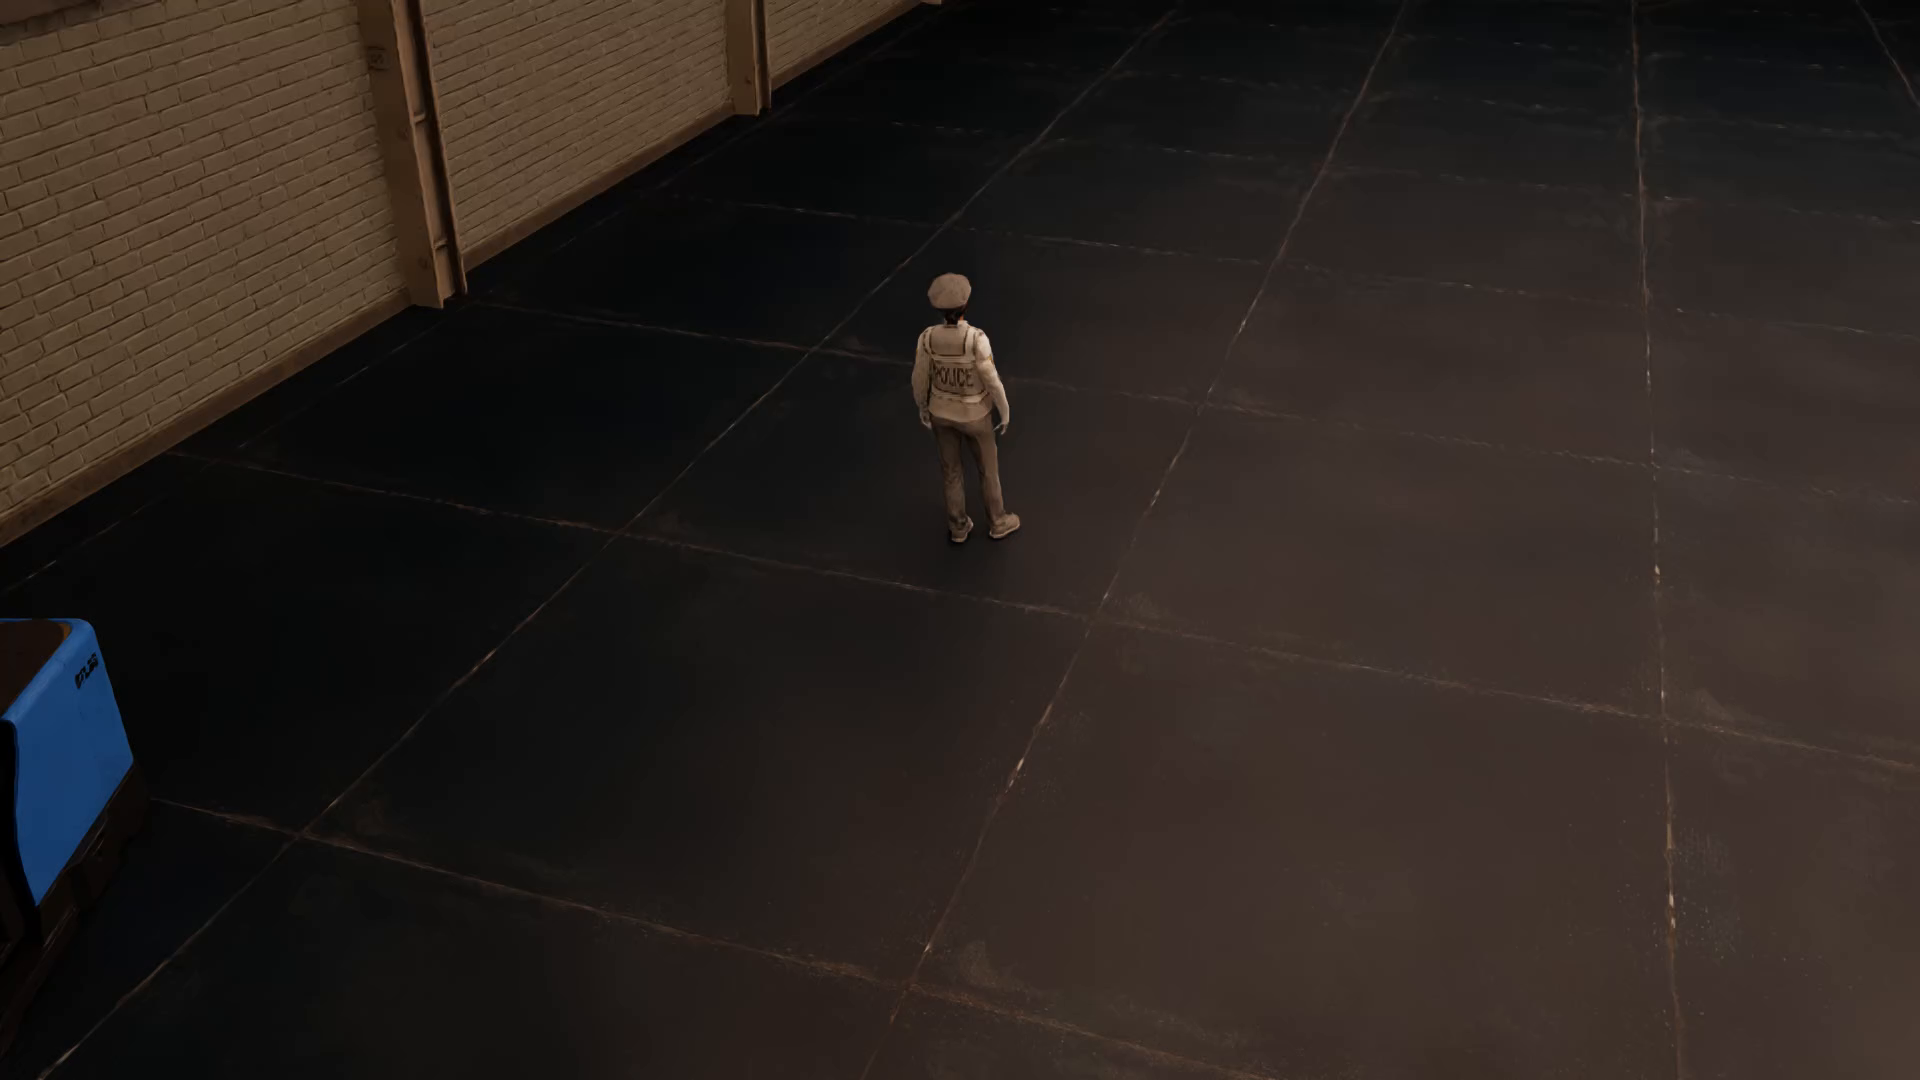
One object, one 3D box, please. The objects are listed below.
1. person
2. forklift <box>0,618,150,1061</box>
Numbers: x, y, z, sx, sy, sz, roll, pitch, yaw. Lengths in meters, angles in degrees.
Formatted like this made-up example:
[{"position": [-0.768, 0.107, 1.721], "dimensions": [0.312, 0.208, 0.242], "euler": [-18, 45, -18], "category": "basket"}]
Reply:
[{"position": [0.029, -0.773, 9.727], "dimensions": [0.586, 1.695, 0.533], "euler": [10, 31, 16], "category": "person"}, {"position": [-4.292, 0.732, 5.852], "dimensions": [1.130, 2.935, 3.031], "euler": [-1, 30, -1], "category": "forklift"}]
